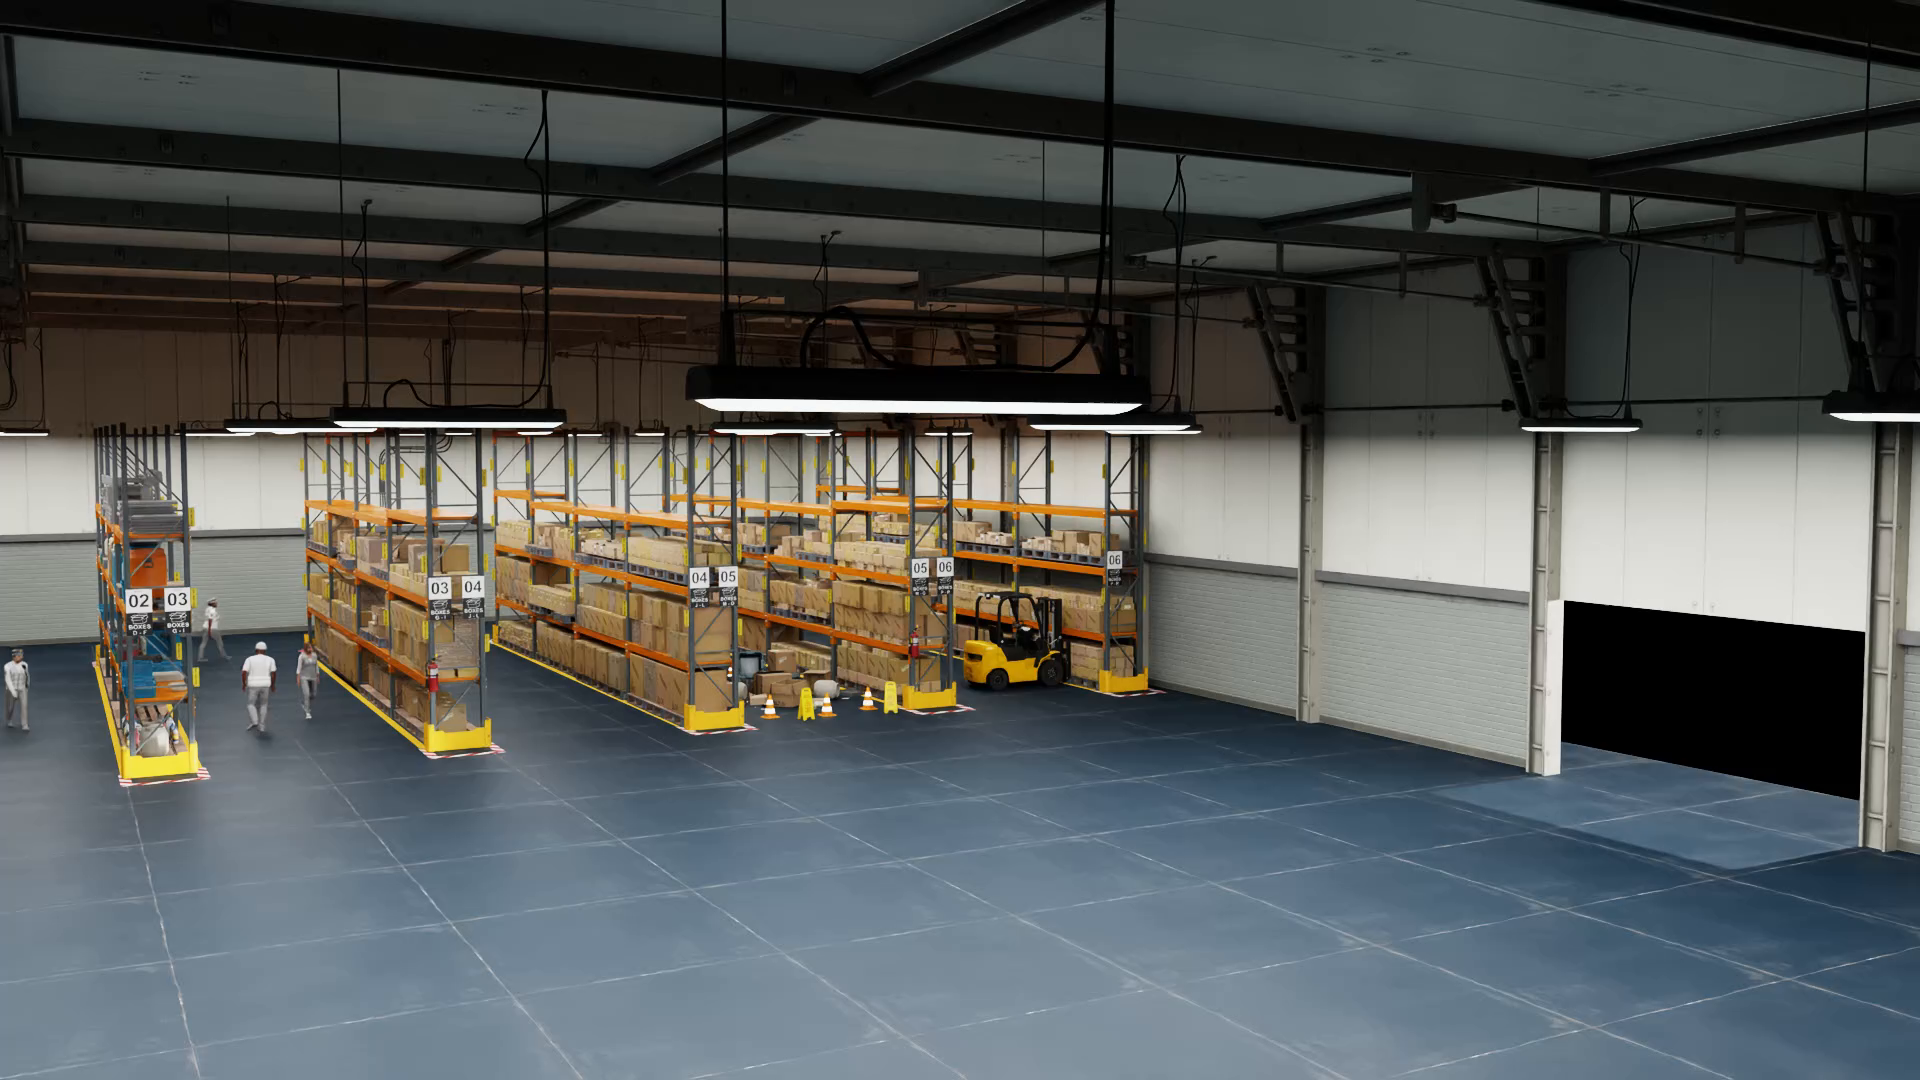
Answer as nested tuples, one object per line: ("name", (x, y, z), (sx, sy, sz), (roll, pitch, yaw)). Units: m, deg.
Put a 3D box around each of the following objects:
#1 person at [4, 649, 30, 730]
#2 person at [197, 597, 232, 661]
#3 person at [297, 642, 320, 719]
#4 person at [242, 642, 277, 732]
("person", (-18.540, 2.930, 32.730), (0.467, 1.582, 1.067), (-3, 5, -44))
("person", (-19.272, 2.290, 42.853), (0.435, 1.629, 0.922), (2, 4, 26))
("person", (-13.442, 2.859, 34.268), (0.454, 1.557, 0.840), (-3, 5, -44))
("person", (-13.721, 2.884, 32.583), (0.629, 1.736, 0.699), (-2, 4, -27))
